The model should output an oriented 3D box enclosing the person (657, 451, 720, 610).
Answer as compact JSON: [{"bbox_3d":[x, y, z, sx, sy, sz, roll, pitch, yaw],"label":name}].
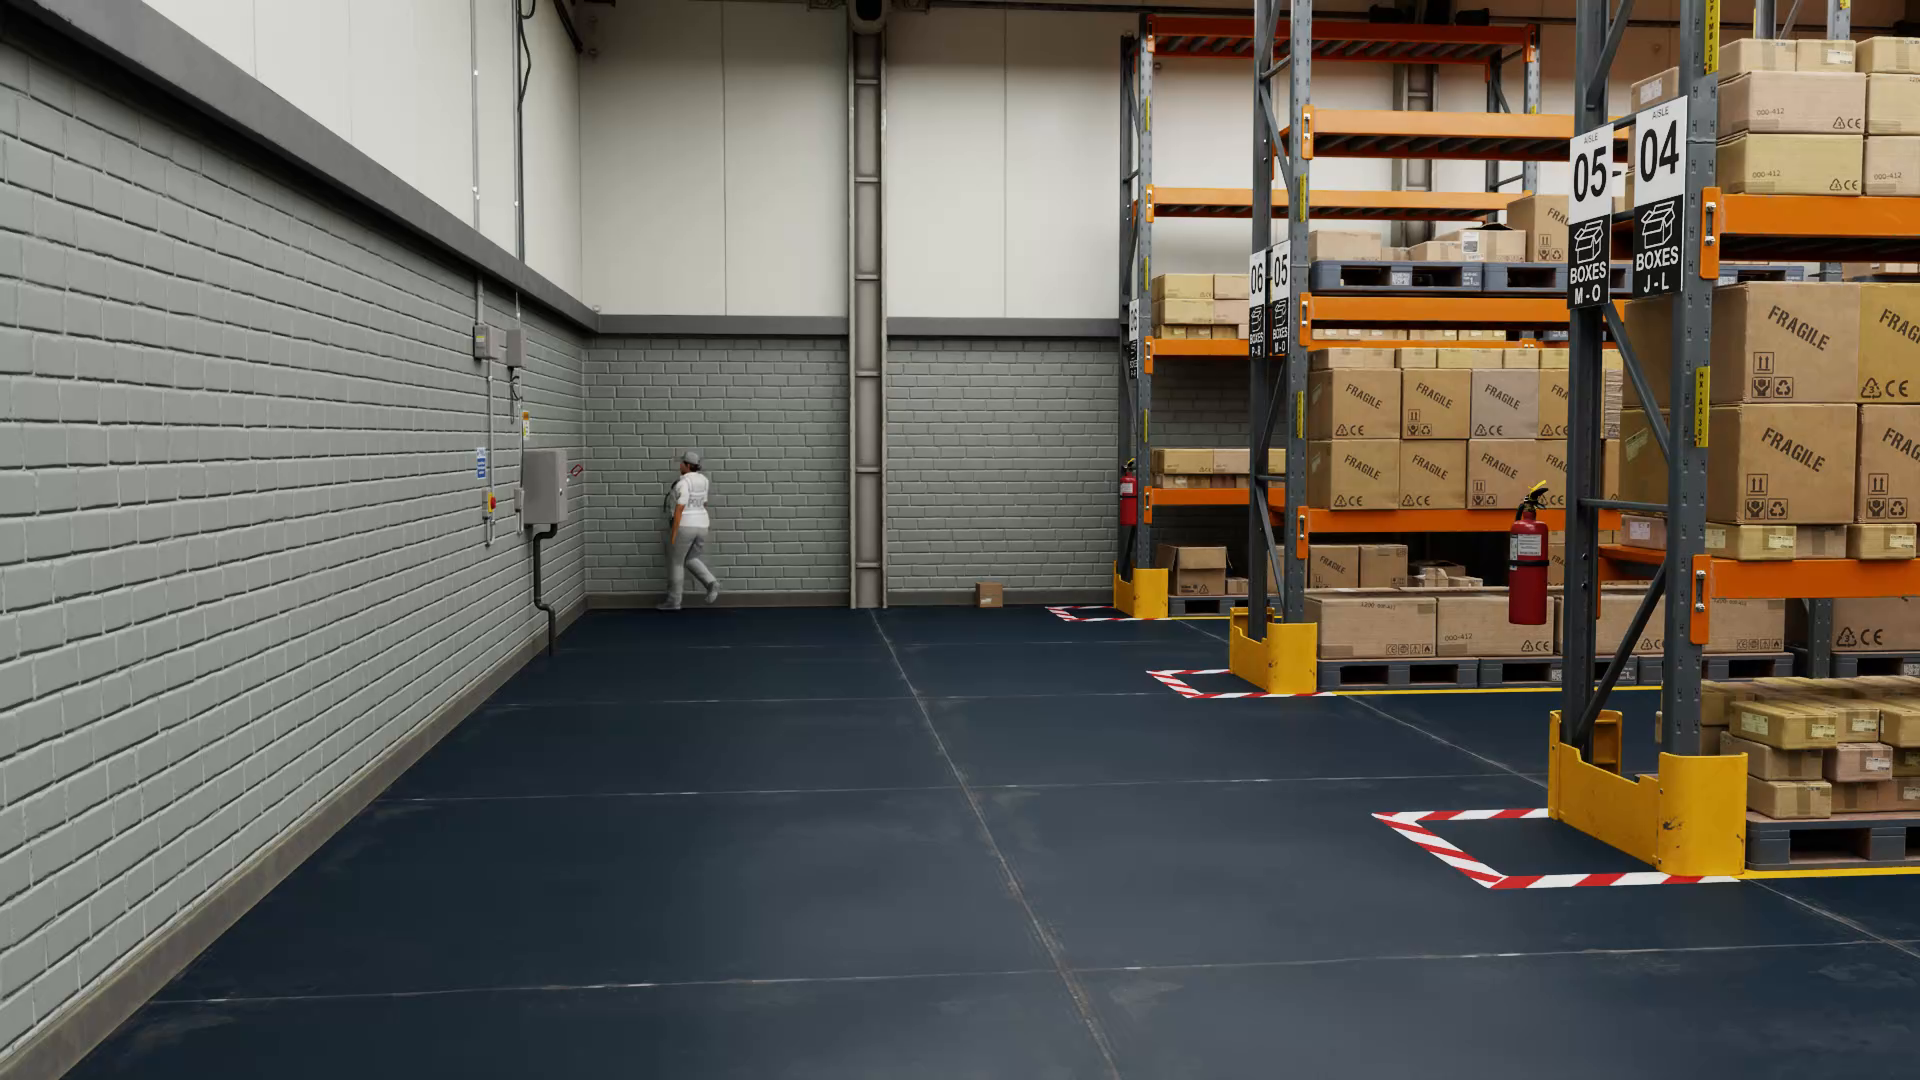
[{"bbox_3d":[-2.851,-0.098,17.315,0.636,1.657,0.512,2,4,30],"label":"person"}]
